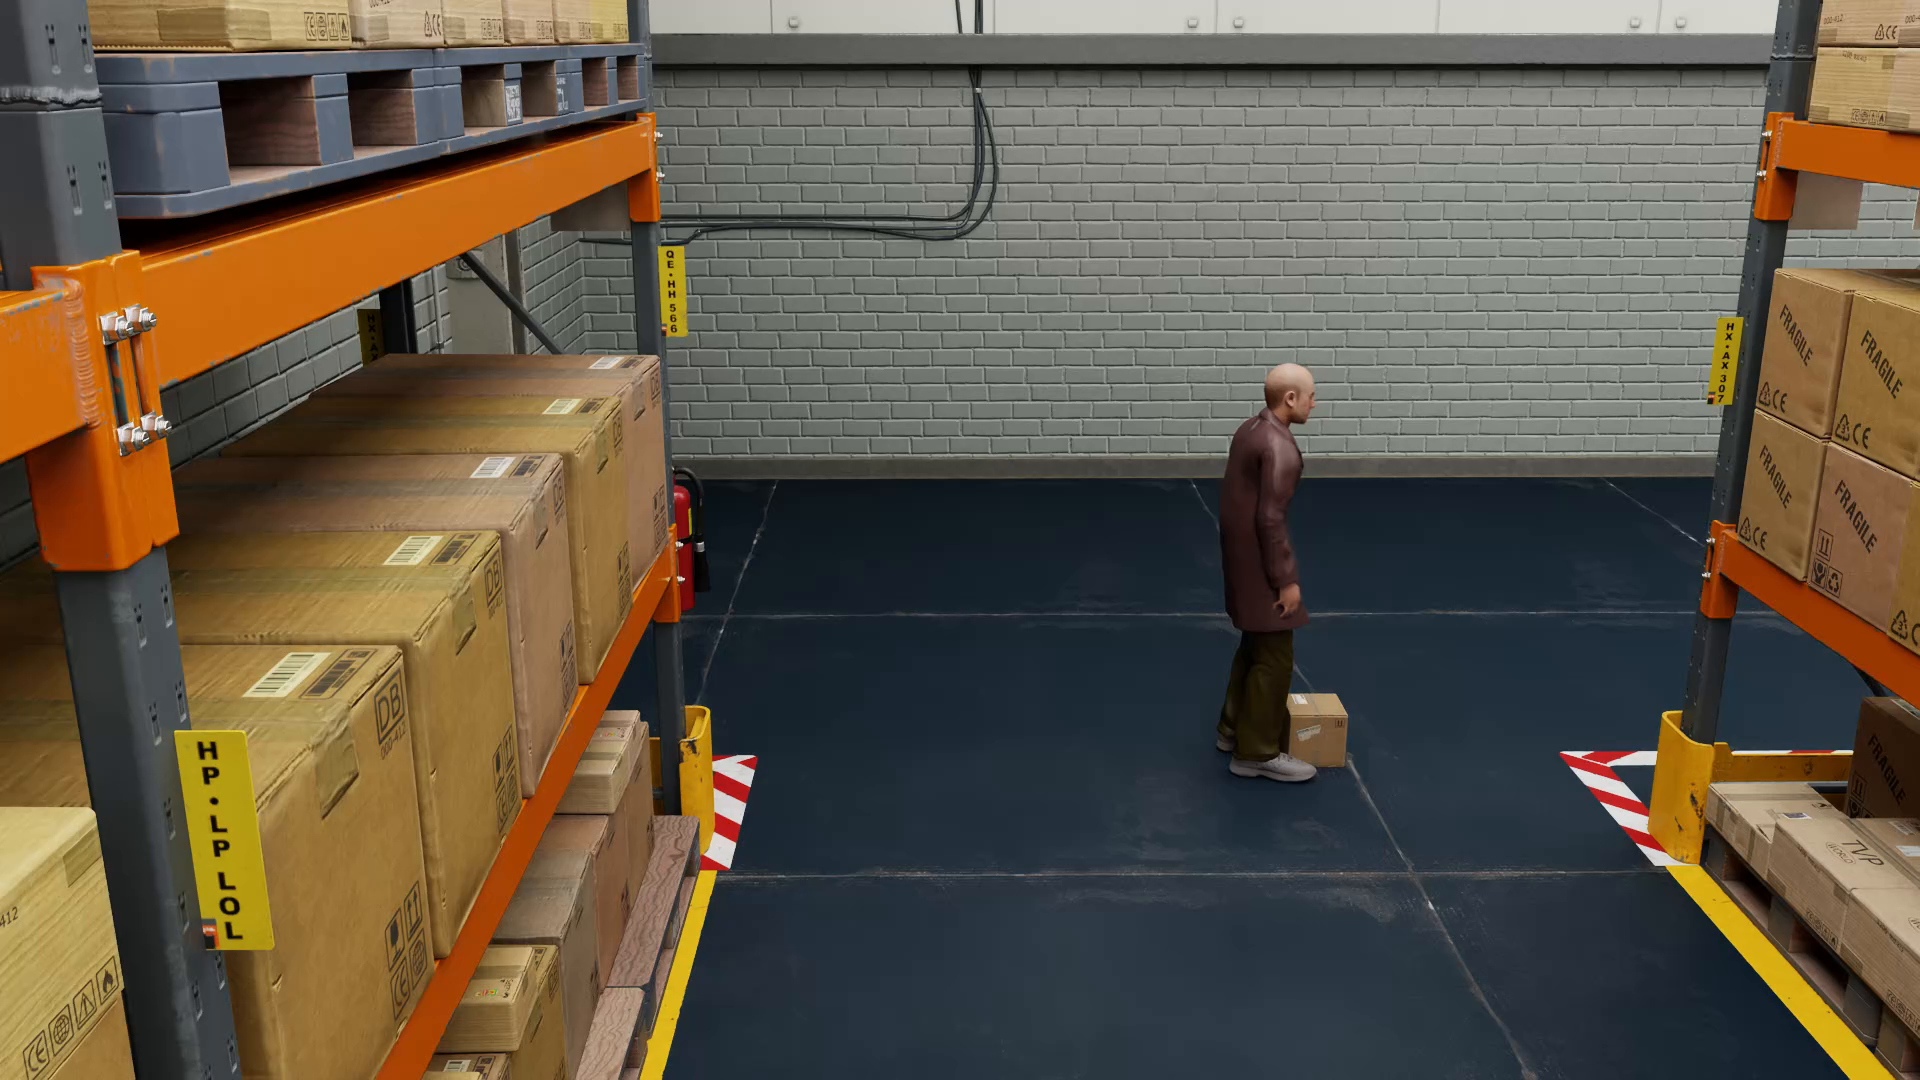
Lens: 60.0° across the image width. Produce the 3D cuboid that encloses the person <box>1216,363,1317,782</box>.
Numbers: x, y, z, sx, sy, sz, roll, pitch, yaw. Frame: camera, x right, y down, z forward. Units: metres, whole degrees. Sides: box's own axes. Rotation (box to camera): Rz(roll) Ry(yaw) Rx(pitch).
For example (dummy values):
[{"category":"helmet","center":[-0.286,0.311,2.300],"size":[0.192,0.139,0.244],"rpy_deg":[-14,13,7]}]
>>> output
[{"category":"person","center":[1.325,0.120,7.173],"size":[0.418,1.774,0.648],"rpy_deg":[0,17,-1]}]
